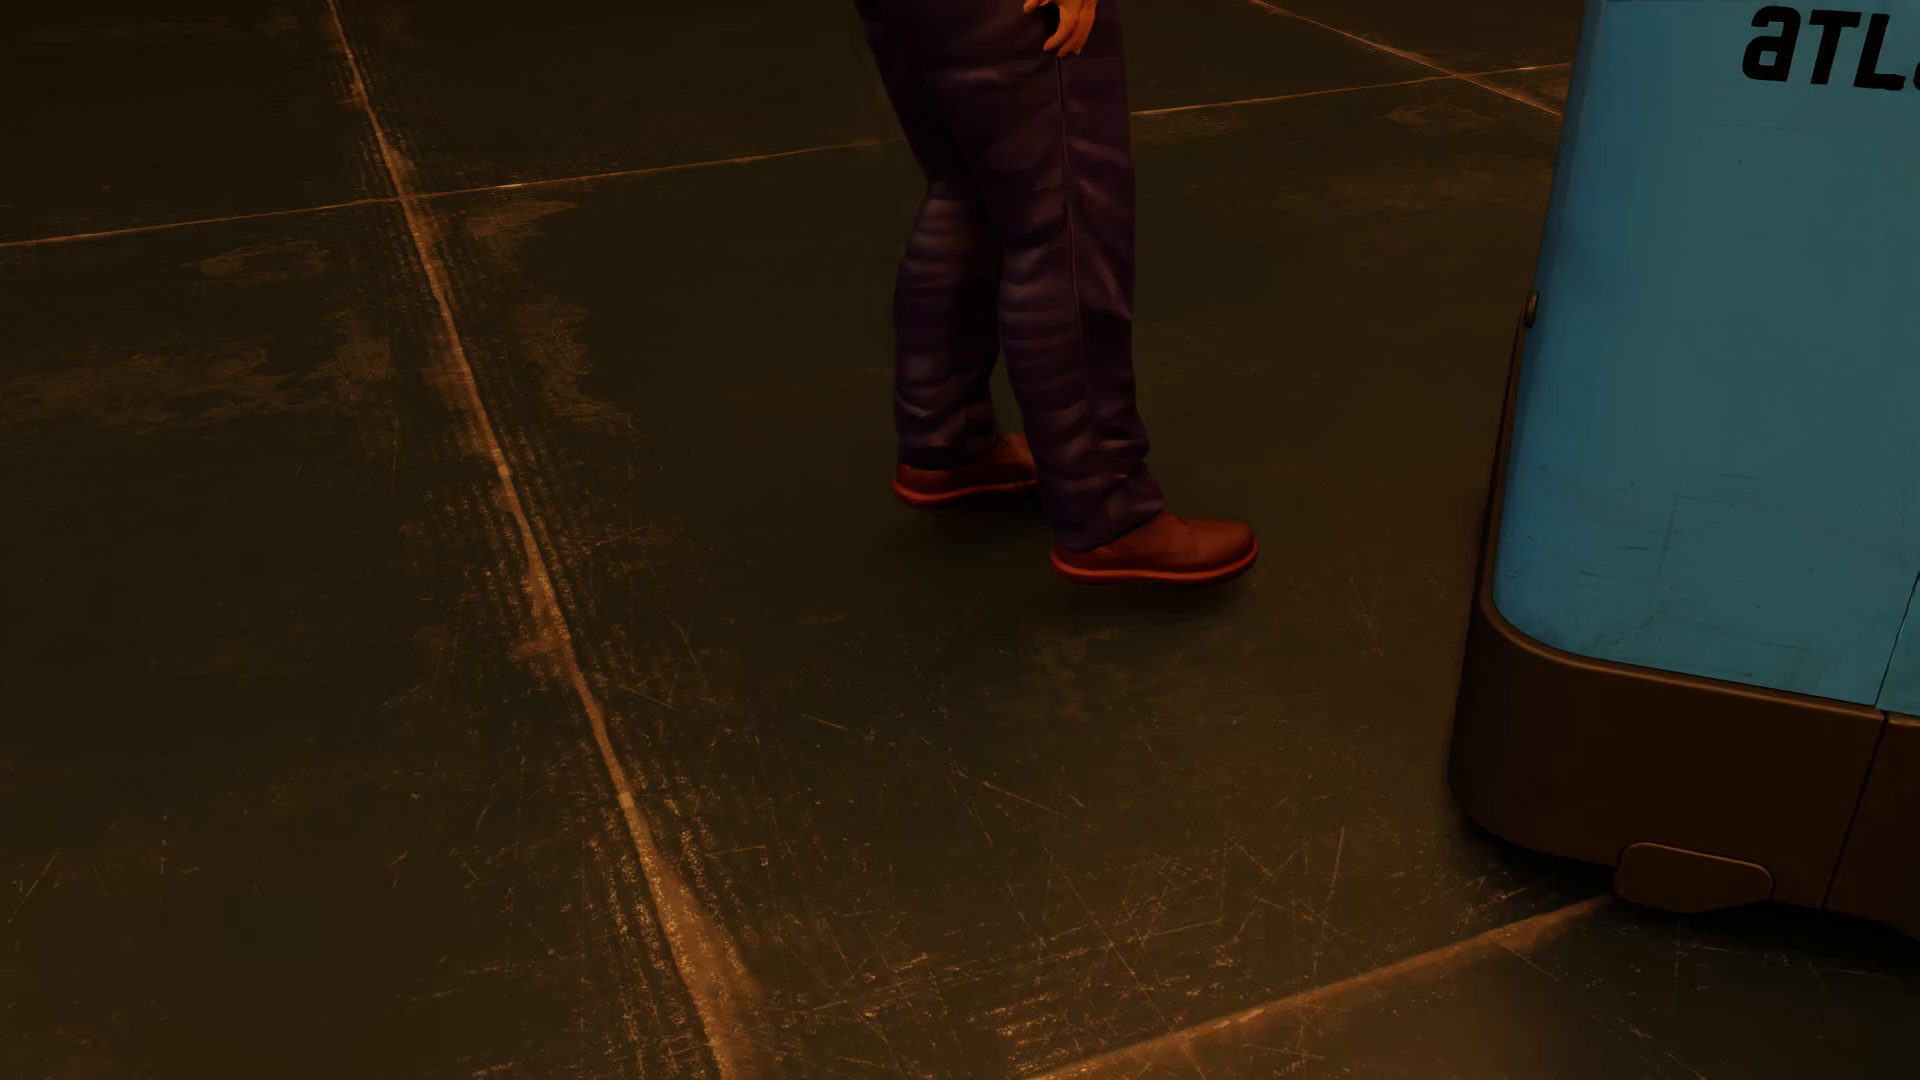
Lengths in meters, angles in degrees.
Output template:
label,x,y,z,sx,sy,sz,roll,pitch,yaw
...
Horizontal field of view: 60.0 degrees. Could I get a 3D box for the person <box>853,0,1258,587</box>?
label,x,y,z,sx,sy,sz,roll,pitch,yaw
person,0.098,-0.767,2.106,0.498,1.650,0.623,-11,31,-18

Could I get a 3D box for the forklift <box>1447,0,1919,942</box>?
label,x,y,z,sx,sy,sz,roll,pitch,yaw
forklift,2.122,-0.895,1.110,3.031,2.935,1.130,10,31,17
